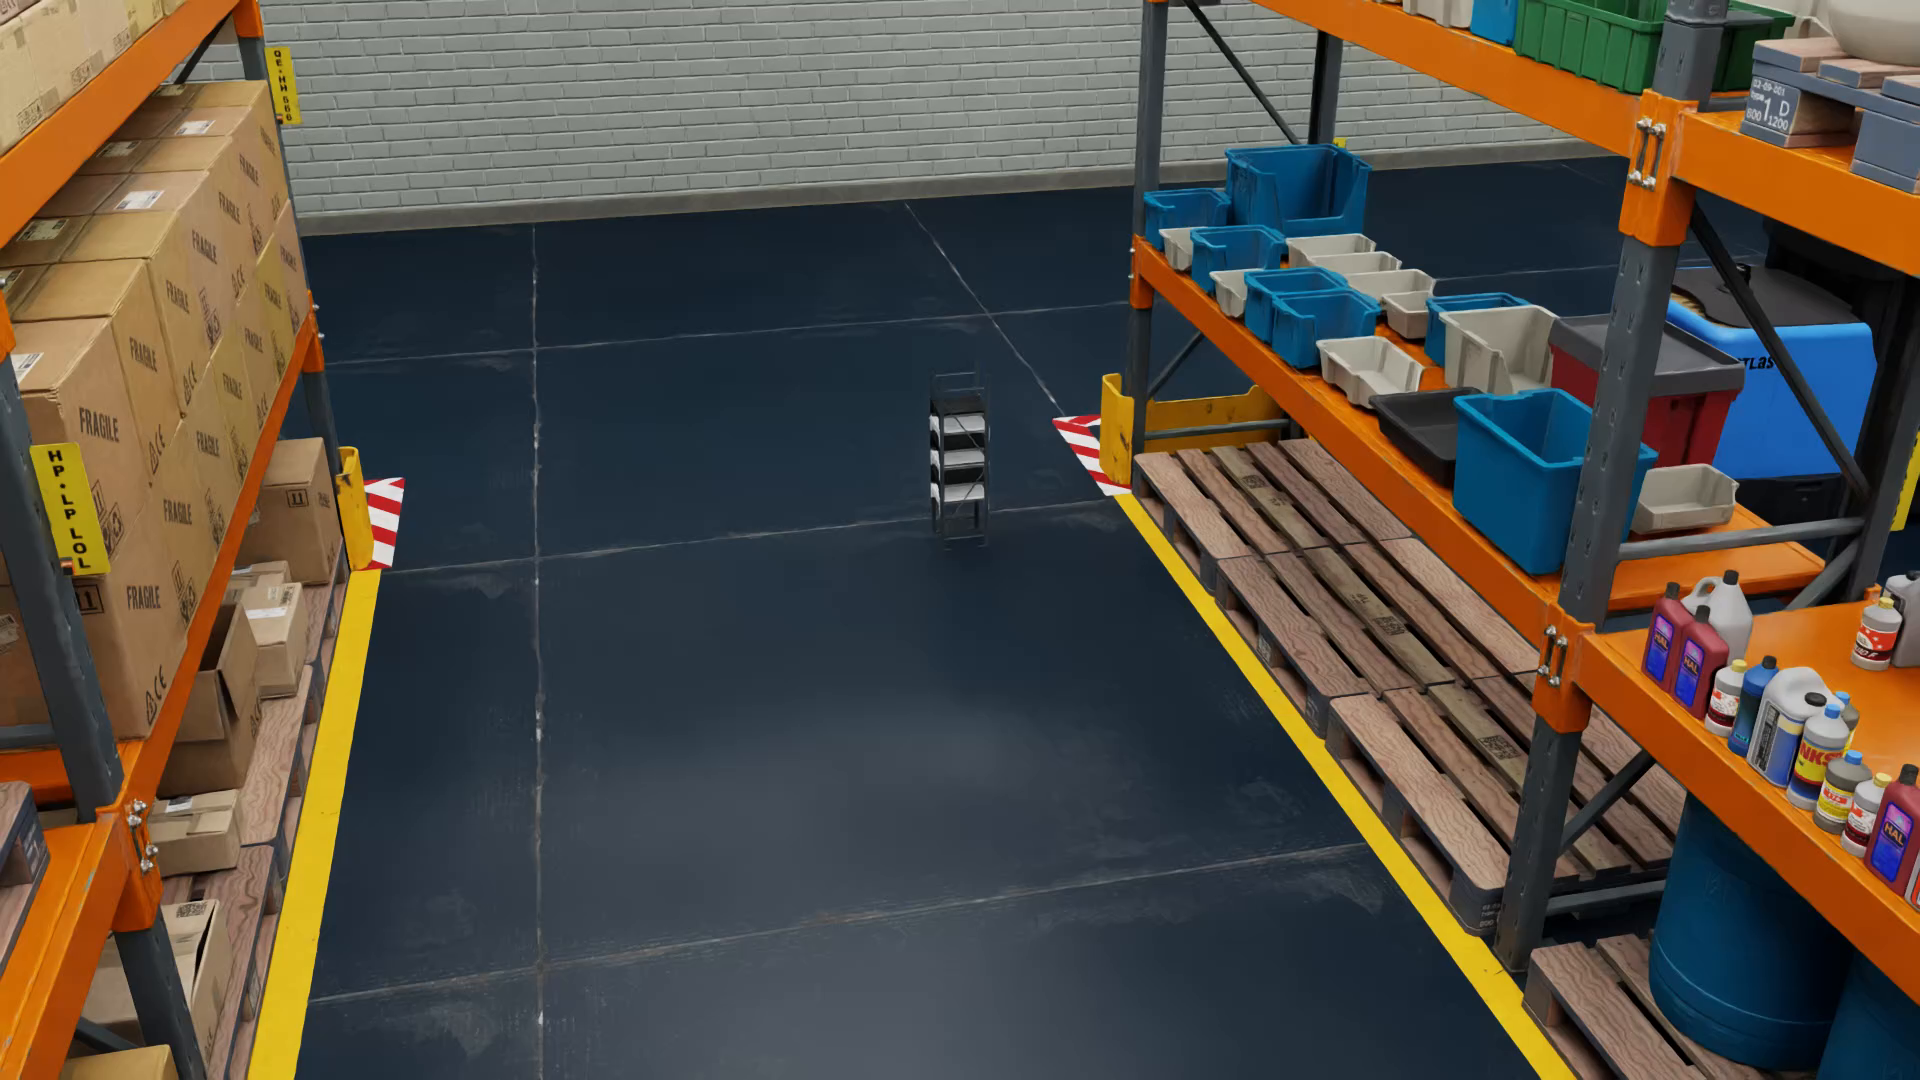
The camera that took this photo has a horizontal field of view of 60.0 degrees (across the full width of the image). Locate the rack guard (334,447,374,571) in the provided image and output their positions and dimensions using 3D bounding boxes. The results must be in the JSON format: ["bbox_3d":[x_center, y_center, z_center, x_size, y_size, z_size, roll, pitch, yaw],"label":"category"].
[{"bbox_3d":[-3.440,-0.099,7.891,1.175,0.500,0.348,-6,27,-12],"label":"rack guard"}]

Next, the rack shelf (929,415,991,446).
[{"bbox_3d":[-0.002,-0.536,7.988,0.258,0.077,0.200,-6,27,-12],"label":"rack shelf"}]

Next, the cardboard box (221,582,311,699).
[{"bbox_3d":[-2.909,0.417,6.659,0.500,0.250,0.500,-6,27,-12],"label":"cardboard box"}]

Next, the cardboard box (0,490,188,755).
[{"bbox_3d":[-2.405,0.212,4.391,0.500,0.500,0.500,-5,27,-10],"label":"cardboard box"}]

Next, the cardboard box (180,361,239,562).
[{"bbox_3d":[-2.634,-0.233,5.271,0.500,0.500,0.500,-6,27,-12],"label":"cardboard box"}]

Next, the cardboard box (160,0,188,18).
[{"bbox_3d":[-2.857,-1.883,5.489,0.500,0.250,0.500,-6,27,-12],"label":"cardboard box"}]

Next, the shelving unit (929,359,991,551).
[{"bbox_3d":[-0.002,-0.405,8.054,0.258,0.900,0.210,-6,27,-12],"label":"shelving unit"}]

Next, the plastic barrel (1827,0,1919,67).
[{"bbox_3d":[2.146,-1.324,3.599,0.433,0.535,0.433,0,27,0],"label":"plastic barrel"}]

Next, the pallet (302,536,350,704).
[{"bbox_3d":[-3.259,0.380,7.263,1.003,0.211,1.213,-6,27,-12],"label":"pallet"}]

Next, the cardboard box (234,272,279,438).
[{"bbox_3d":[-2.863,-0.677,6.151,0.500,0.500,0.500,-6,27,-11],"label":"cardboard box"}]

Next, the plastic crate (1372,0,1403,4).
[{"bbox_3d":[1.569,-2.032,5.748,0.437,0.282,0.530,-6,27,-12],"label":"plastic crate"}]

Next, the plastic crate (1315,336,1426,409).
[{"bbox_3d":[1.586,-0.637,6.408,0.293,0.136,0.466,-6,27,-12],"label":"plastic crate"}]

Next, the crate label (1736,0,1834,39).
[{"bbox_3d":[2.443,-1.459,4.776,0.293,0.136,0.466,-6,27,-12],"label":"crate label"}]

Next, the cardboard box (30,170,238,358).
[{"bbox_3d":[-2.737,-0.898,5.479,0.500,0.500,0.500,-5,27,-10],"label":"cardboard box"}]

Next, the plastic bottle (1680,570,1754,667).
[{"bbox_3d":[2.044,0.234,4.513,0.144,0.351,0.185,-6,27,-12],"label":"plastic bottle"}]

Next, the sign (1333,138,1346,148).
[{"bbox_3d":[1.902,-1.885,8.475,0.100,0.325,0.005,-6,27,-12],"label":"sign"}]

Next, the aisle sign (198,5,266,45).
[{"bbox_3d":[-3.174,-2.470,6.929,0.394,0.787,0.004,-6,27,-12],"label":"aisle sign"}]

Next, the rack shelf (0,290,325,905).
[{"bbox_3d":[-3.006,-0.049,5.817,1.077,0.370,4.000,-6,27,-12],"label":"rack shelf"}]

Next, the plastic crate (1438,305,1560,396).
[{"bbox_3d":[2.107,-0.657,6.287,0.437,0.282,0.530,-6,27,-12],"label":"plastic crate"}]

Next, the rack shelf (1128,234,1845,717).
[{"bbox_3d":[1.821,-0.550,6.810,1.077,0.370,4.000,-6,27,-12],"label":"rack shelf"}]

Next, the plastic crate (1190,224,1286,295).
[{"bbox_3d":[1.253,-1.271,7.558,0.416,0.233,0.300,-6,27,-12],"label":"plastic crate"}]

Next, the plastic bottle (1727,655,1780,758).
[{"bbox_3d":[2.034,0.418,4.235,0.097,0.271,0.097,0,27,0],"label":"plastic bottle"}]

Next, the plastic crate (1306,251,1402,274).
[{"bbox_3d":[1.782,-1.190,7.506,0.396,0.136,0.243,-6,27,-12],"label":"plastic crate"}]

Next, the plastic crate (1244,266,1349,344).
[{"bbox_3d":[1.402,-0.982,6.986,0.416,0.233,0.300,-6,27,-12],"label":"plastic crate"}]

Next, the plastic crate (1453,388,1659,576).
[{"bbox_3d":[1.834,-0.184,5.236,0.392,0.384,0.575,-6,27,-12],"label":"plastic crate"}]

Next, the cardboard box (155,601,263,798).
[{"bbox_3d":[-2.984,0.602,6.012,0.797,0.503,0.637,-6,27,-12],"label":"cardboard box"}]

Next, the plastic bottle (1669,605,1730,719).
[{"bbox_3d":[1.969,0.321,4.414,0.061,0.283,0.133,-6,27,-12],"label":"plastic bottle"}]

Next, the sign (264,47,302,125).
[{"bbox_3d":[-2.911,-1.954,7.156,0.100,0.325,0.005,-6,27,-12],"label":"sign"}]

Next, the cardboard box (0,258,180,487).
[{"bbox_3d":[-2.504,-0.445,4.582,0.500,0.500,0.500,-7,28,-13],"label":"cardboard box"}]

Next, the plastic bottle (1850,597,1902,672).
[{"bbox_3d":[2.558,0.256,4.634,0.097,0.201,0.097,0,27,0],"label":"plastic bottle"}]

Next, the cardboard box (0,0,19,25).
[{"bbox_3d":[-2.423,-1.226,3.633,0.500,0.250,0.500,-6,27,-12],"label":"cardboard box"}]

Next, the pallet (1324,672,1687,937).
[{"bbox_3d":[2.068,0.932,6.168,1.003,0.211,1.213,-6,27,-12],"label":"pallet"}]

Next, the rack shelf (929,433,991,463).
[{"bbox_3d":[-0.002,-0.456,8.029,0.258,0.077,0.200,-6,27,-12],"label":"rack shelf"}]

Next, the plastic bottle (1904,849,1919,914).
[{"bbox_3d":[2.213,0.710,3.652,0.152,0.276,0.135,-6,27,-12],"label":"plastic bottle"}]

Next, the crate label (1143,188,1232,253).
[{"bbox_3d":[1.105,-1.560,8.131,0.416,0.233,0.303,-6,27,-12],"label":"crate label"}]

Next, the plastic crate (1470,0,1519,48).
[{"bbox_3d":[1.755,-1.625,4.998,0.416,0.233,0.300,-6,27,-12],"label":"plastic crate"}]

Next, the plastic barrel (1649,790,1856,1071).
[{"bbox_3d":[2.378,0.996,4.810,0.600,0.901,0.708,-6,27,-12],"label":"plastic barrel"}]

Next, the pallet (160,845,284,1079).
[{"bbox_3d":[-2.709,1.451,5.141,1.003,0.211,1.213,-6,27,-12],"label":"pallet"}]

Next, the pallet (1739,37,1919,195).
[{"bbox_3d":[2.543,-0.914,3.613,1.213,0.211,1.003,-6,27,-12],"label":"pallet"}]

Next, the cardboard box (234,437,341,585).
[{"bbox_3d":[-3.094,-0.115,7.435,0.500,0.500,0.500,-6,27,-12],"label":"cardboard box"}]

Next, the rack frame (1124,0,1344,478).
[{"bbox_3d":[1.370,-1.750,8.387,1.000,3.000,0.127,-6,27,-12],"label":"rack frame"}]

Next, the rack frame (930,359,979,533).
[{"bbox_3d":[-0.025,-0.450,8.143,0.240,0.900,0.006,-6,27,-12],"label":"rack frame"}]

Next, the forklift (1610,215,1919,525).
[{"bbox_3d":[4.953,-1.636,8.238,3.031,2.935,1.130,-4,27,-7],"label":"forklift"}]

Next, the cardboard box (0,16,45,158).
[{"bbox_3d":[-2.424,-1.003,3.746,0.500,0.250,0.500,-6,27,-12],"label":"cardboard box"}]

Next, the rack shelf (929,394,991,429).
[{"bbox_3d":[-0.002,-0.617,7.948,0.258,0.077,0.200,-6,27,-12],"label":"rack shelf"}]

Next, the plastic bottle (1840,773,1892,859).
[{"bbox_3d":[2.131,0.637,3.880,0.097,0.201,0.097,0,27,0],"label":"plastic bottle"}]

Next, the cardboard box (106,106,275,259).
[{"bbox_3d":[-2.974,-1.350,6.375,0.500,0.500,0.500,-5,27,-10],"label":"cardboard box"}]

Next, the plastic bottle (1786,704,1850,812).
[{"bbox_3d":[2.087,0.520,4.034,0.097,0.271,0.097,0,27,0],"label":"plastic bottle"}]

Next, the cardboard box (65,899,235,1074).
[{"bbox_3d":[-2.439,1.305,4.830,0.500,0.311,0.500,-6,27,-12],"label":"cardboard box"}]

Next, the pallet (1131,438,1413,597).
[{"bbox_3d":[1.518,-0.139,8.291,1.003,0.211,1.213,-6,27,-12],"label":"pallet"}]

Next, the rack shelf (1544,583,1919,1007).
[{"bbox_3d":[2.722,1.206,3.331,1.077,0.370,4.000,-6,27,-12],"label":"rack shelf"}]

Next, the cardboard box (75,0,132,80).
[{"bbox_3d":[-2.644,-1.443,4.617,0.500,0.250,0.500,-6,27,-12],"label":"cardboard box"}]

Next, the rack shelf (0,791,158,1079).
[{"bbox_3d":[-2.104,1.707,2.338,1.077,0.370,4.000,-6,27,-12],"label":"rack shelf"}]

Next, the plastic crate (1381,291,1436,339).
[{"bbox_3d":[1.953,-0.943,7.014,0.298,0.136,0.250,-6,27,-12],"label":"plastic crate"}]
